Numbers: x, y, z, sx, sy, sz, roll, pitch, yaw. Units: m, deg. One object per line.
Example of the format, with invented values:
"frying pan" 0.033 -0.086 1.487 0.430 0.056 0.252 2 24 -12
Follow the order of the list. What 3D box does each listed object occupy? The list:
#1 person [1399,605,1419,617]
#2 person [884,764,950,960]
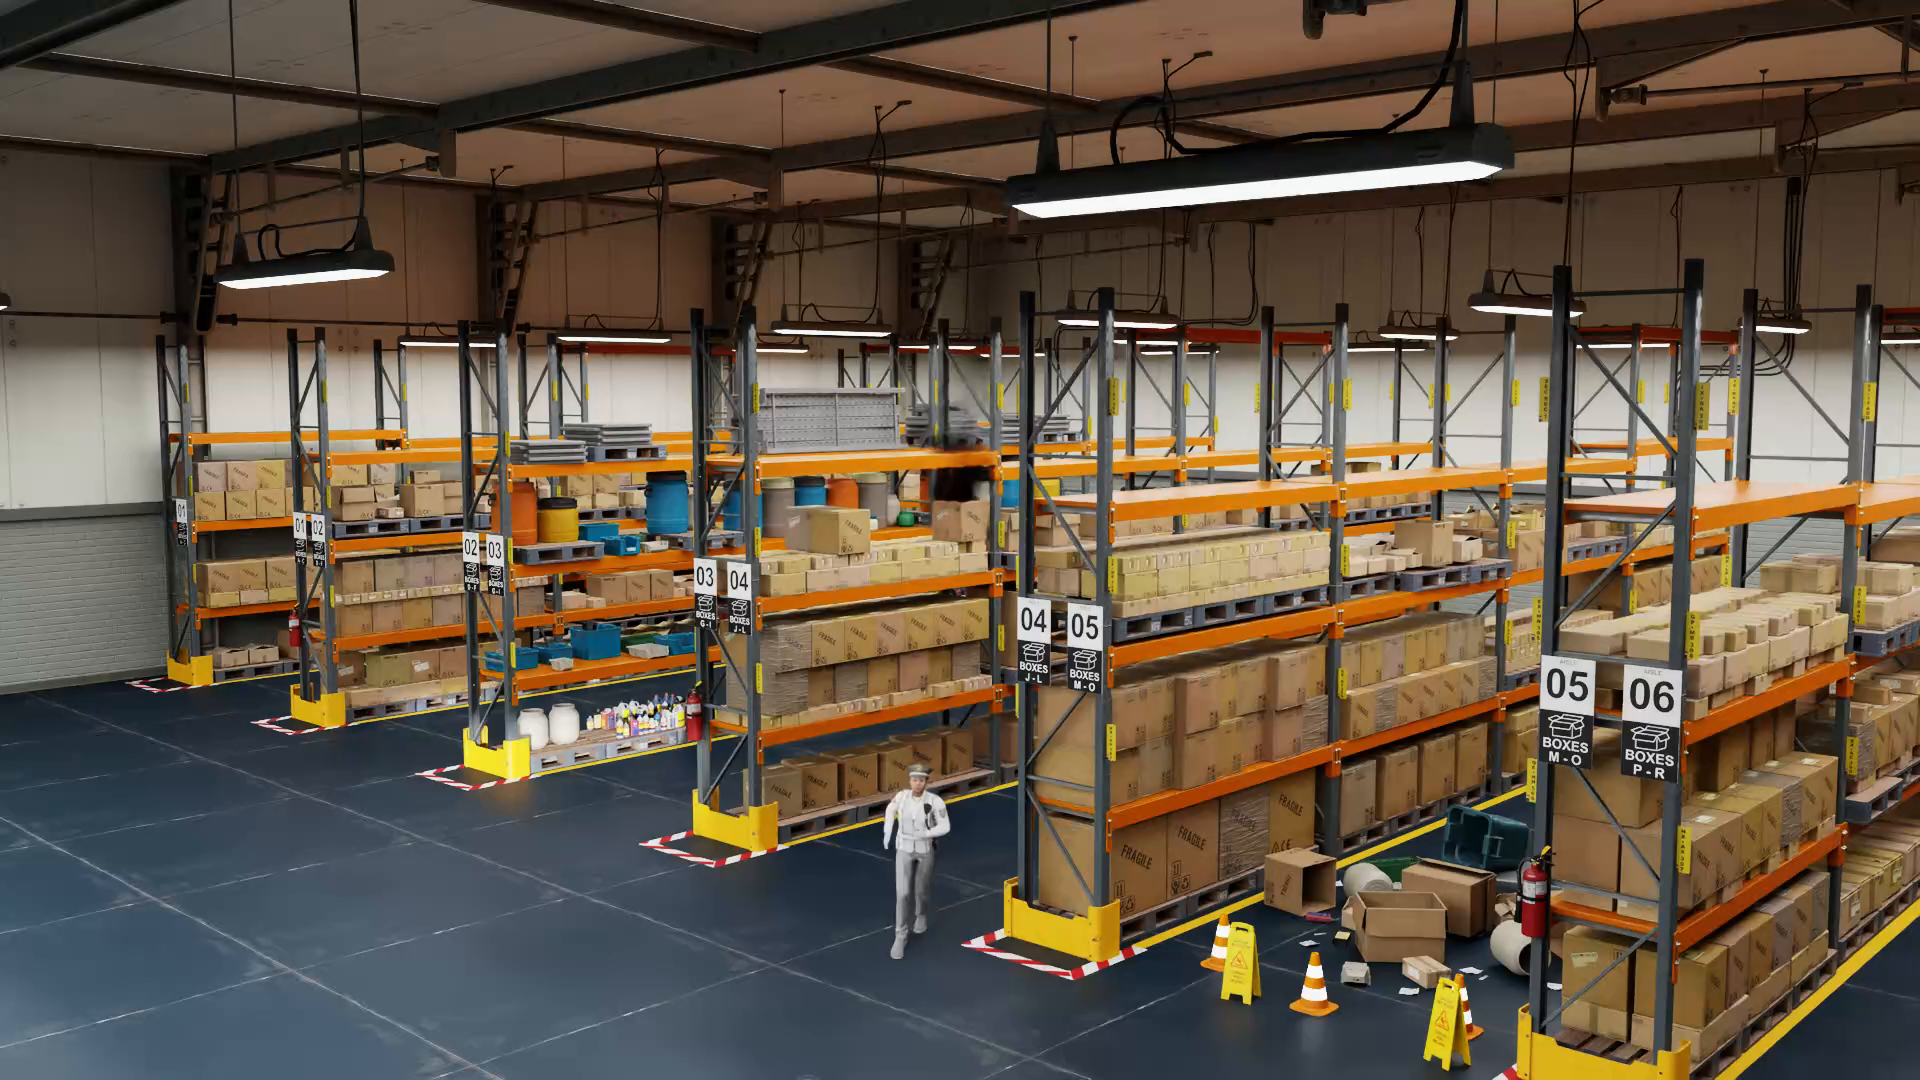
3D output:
"person" 7.106 1.809 26.414 0.639 1.738 0.744 4 7 34
"person" -0.395 2.881 15.268 0.624 1.719 0.843 0 5 4
